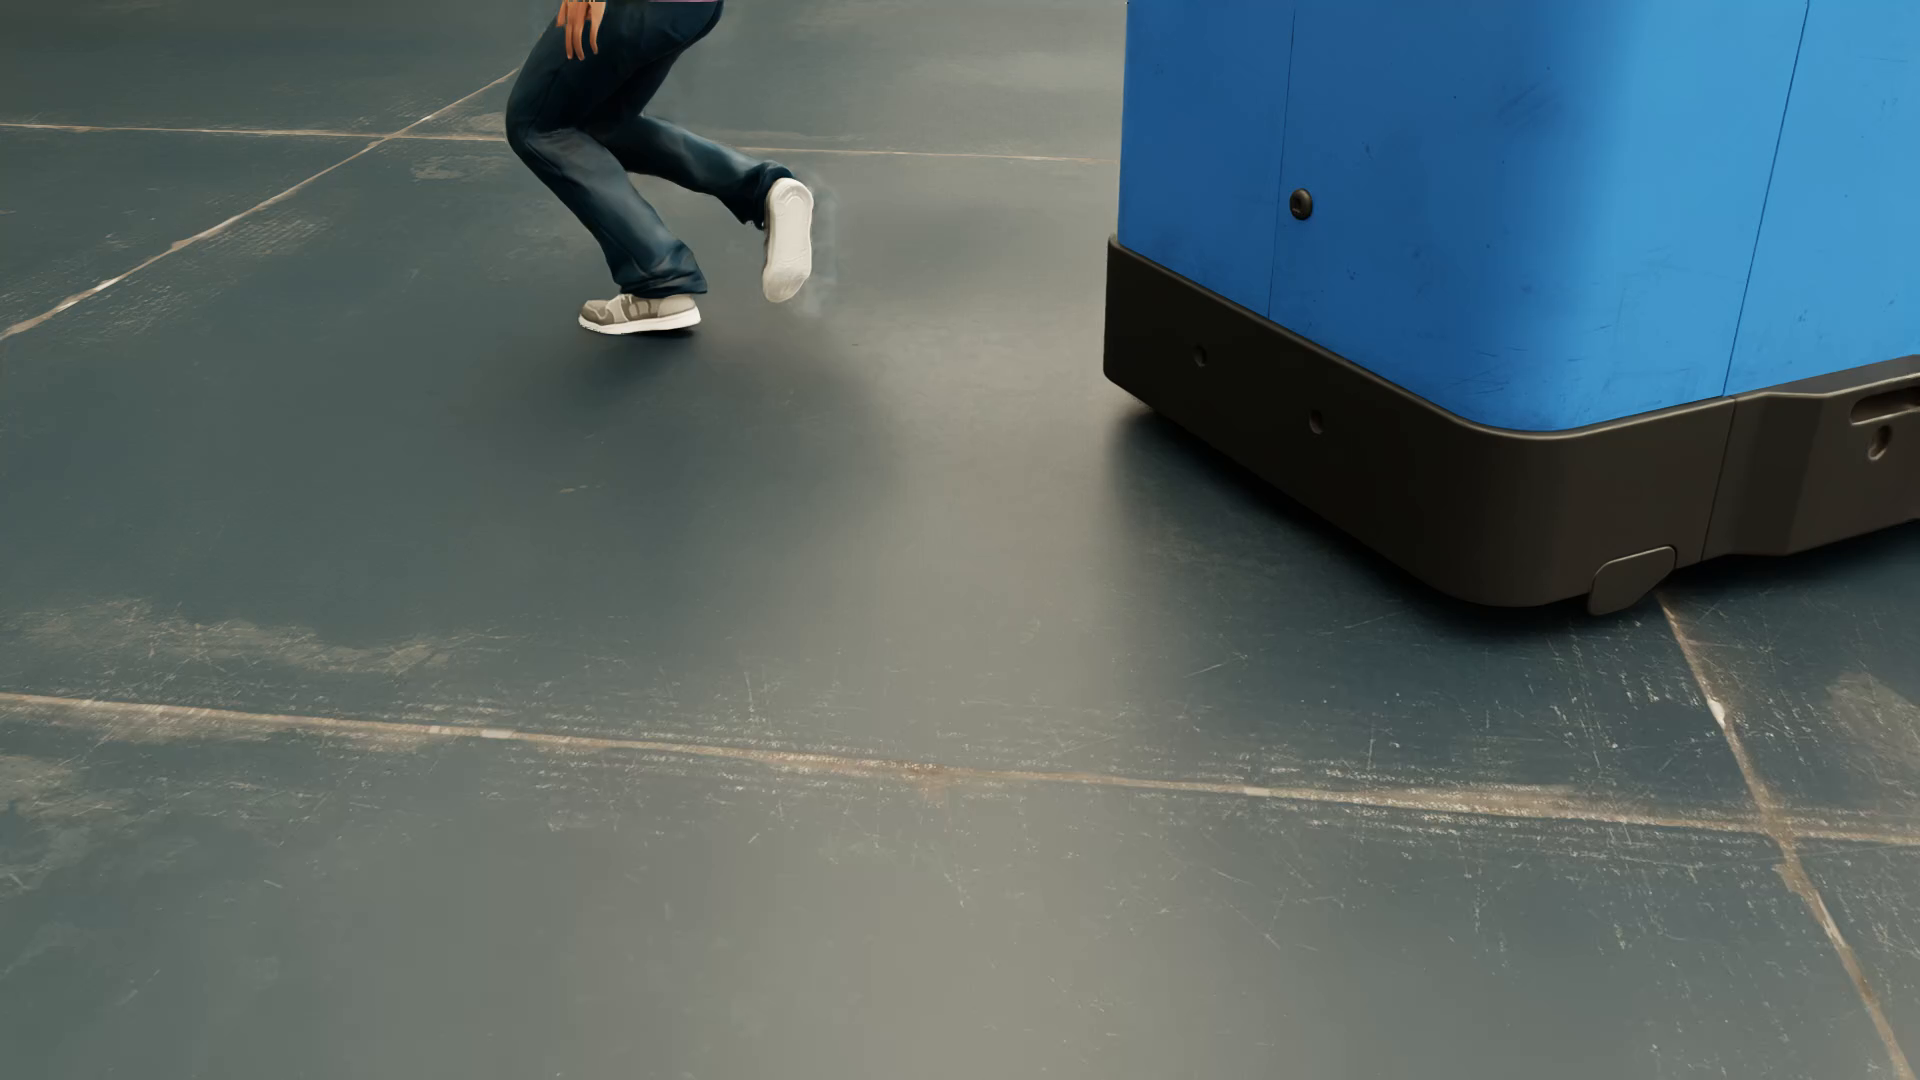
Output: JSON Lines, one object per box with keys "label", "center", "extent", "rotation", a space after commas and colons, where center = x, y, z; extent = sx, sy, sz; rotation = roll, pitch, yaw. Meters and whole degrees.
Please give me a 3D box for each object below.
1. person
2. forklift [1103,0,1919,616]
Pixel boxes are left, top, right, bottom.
{"label": "person", "center": [-0.584, -1.065, 3.111], "extent": [0.583, 1.394, 0.692], "rotation": [0, 27, 0]}
{"label": "forklift", "center": [1.809, -1.646, 2.517], "extent": [3.031, 2.935, 1.130], "rotation": [-12, 29, -23]}
